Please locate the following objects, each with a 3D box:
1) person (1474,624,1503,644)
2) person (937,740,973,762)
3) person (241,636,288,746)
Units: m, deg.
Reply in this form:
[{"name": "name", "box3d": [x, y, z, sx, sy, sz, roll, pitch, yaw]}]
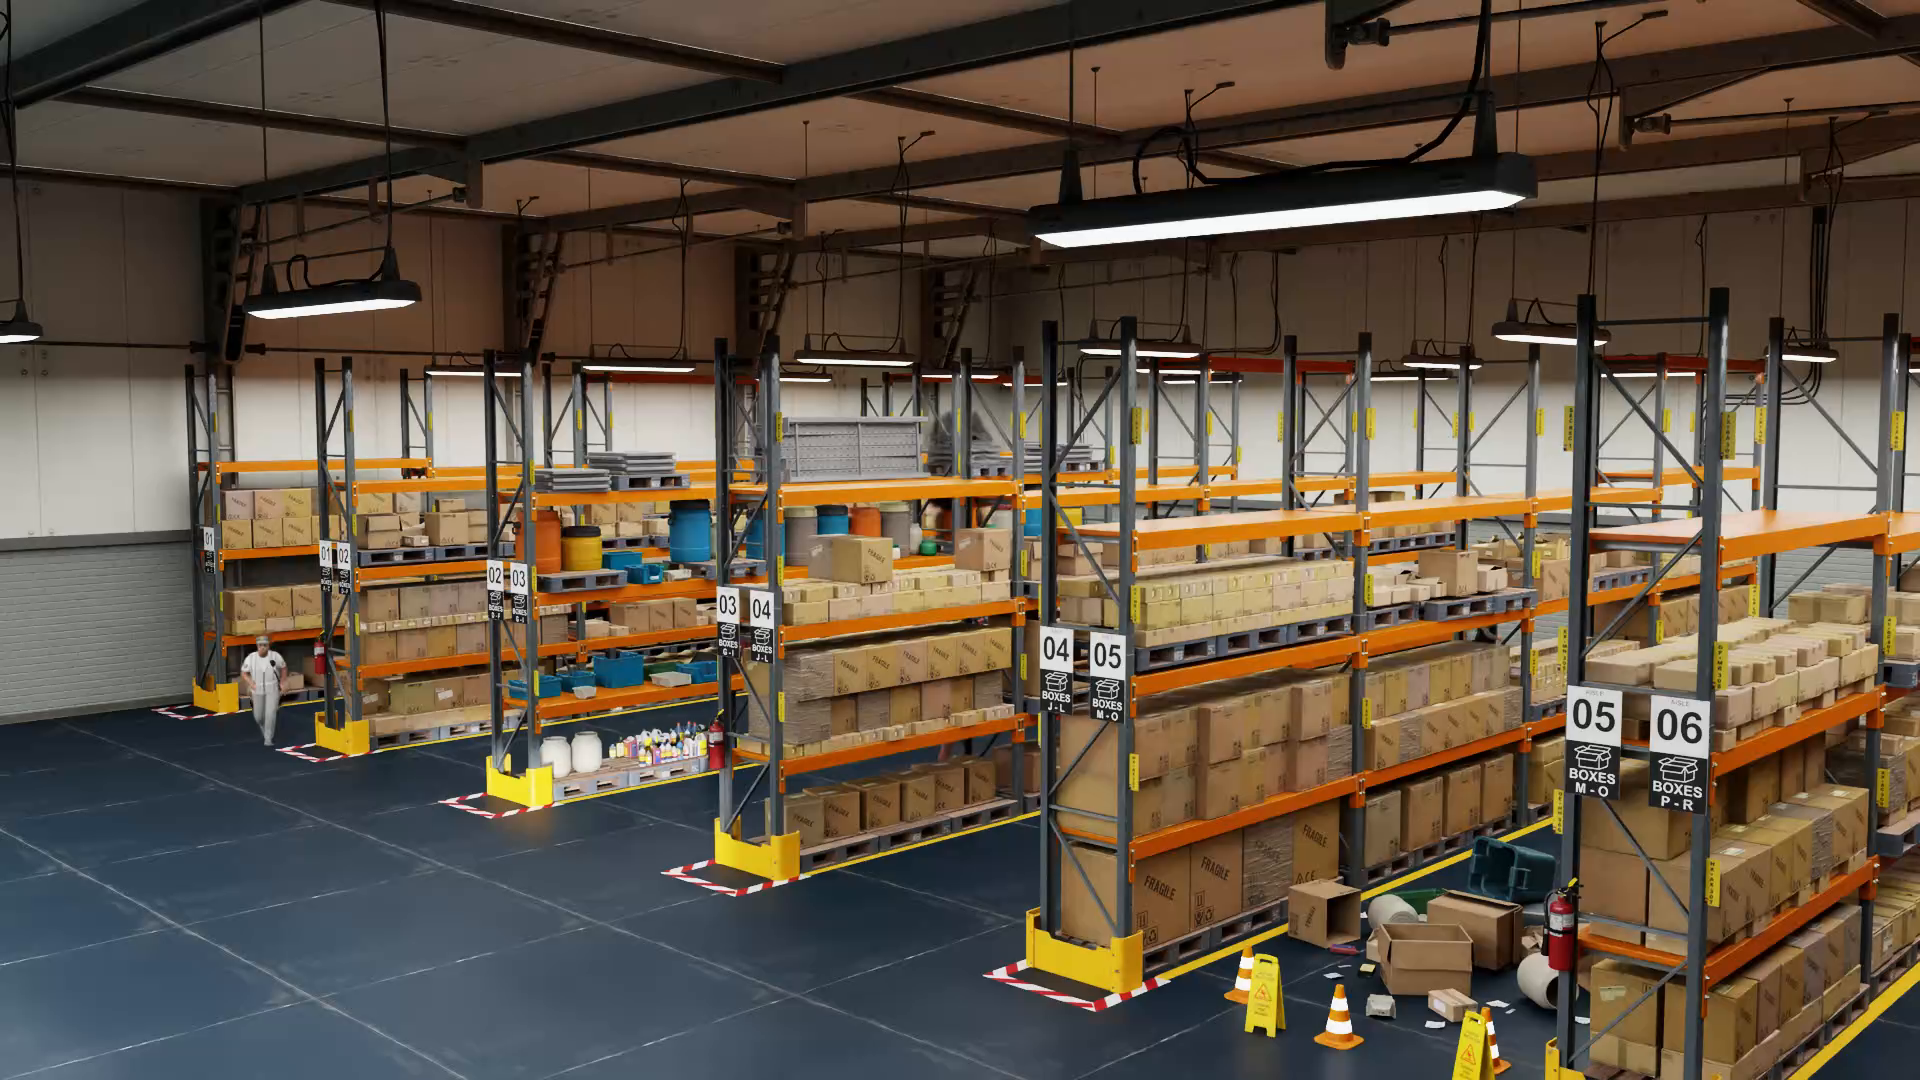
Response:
[{"name": "person", "box3d": [9.768, 1.961, 30.935, 0.614, 1.723, 0.695, 3, 5, 33]}, {"name": "person", "box3d": [-0.123, 2.481, 24.339, 0.761, 1.663, 0.616, -1, 5, -18]}, {"name": "person", "box3d": [-10.852, 2.331, 25.970, 0.659, 1.722, 0.776, -1, 5, -15]}]
